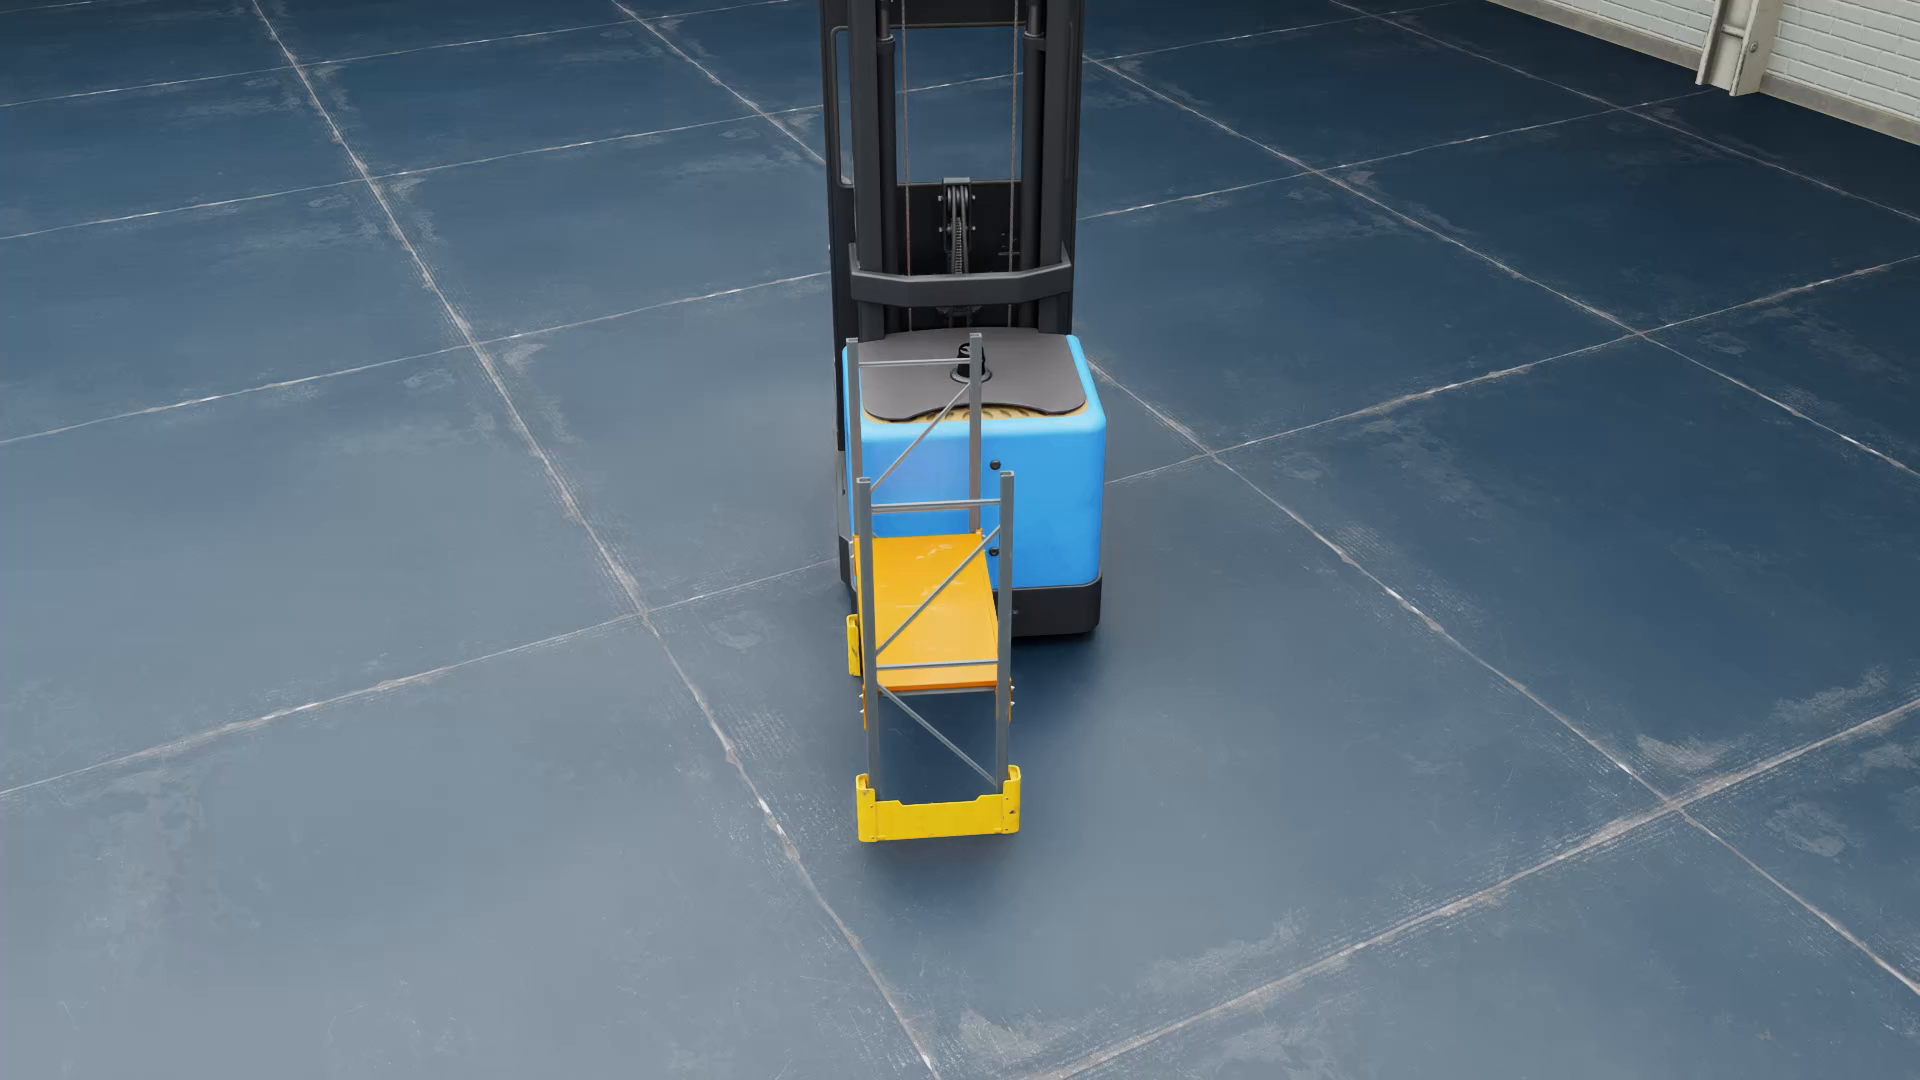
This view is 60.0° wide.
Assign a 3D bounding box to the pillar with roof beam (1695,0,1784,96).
[{"bbox_3d":[2.418,-6.381,9.368,9.100,9.000,0.400,-16,36,-23],"label":"pillar with roof beam"}]

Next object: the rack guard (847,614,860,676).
[{"bbox_3d":[-0.168,0.421,6.861,0.587,0.250,0.087,-3,33,-4],"label":"rack guard"}]

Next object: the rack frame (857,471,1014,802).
[{"bbox_3d":[-0.077,0.430,5.688,0.500,1.500,0.032,-3,33,-4],"label":"rack frame"}]

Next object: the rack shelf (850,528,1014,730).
[{"bbox_3d":[-0.123,0.309,6.211,0.538,0.185,1.000,-3,33,-4],"label":"rack shelf"}]

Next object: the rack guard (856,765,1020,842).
[{"bbox_3d":[-0.078,0.956,6.026,0.587,0.250,0.087,-3,33,-4],"label":"rack guard"}]

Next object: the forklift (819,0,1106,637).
[{"bbox_3d":[-0.058,-1.573,7.488,1.130,2.935,3.031,-3,33,-4],"label":"forklift"}]

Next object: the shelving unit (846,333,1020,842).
[{"bbox_3d":[-0.123,0.162,6.107,0.587,1.500,1.083,-3,33,-4],"label":"shelving unit"}]

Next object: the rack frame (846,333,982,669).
[{"bbox_3d":[-0.169,-0.116,6.541,0.500,1.500,0.032,-3,33,-4],"label":"rack frame"}]
